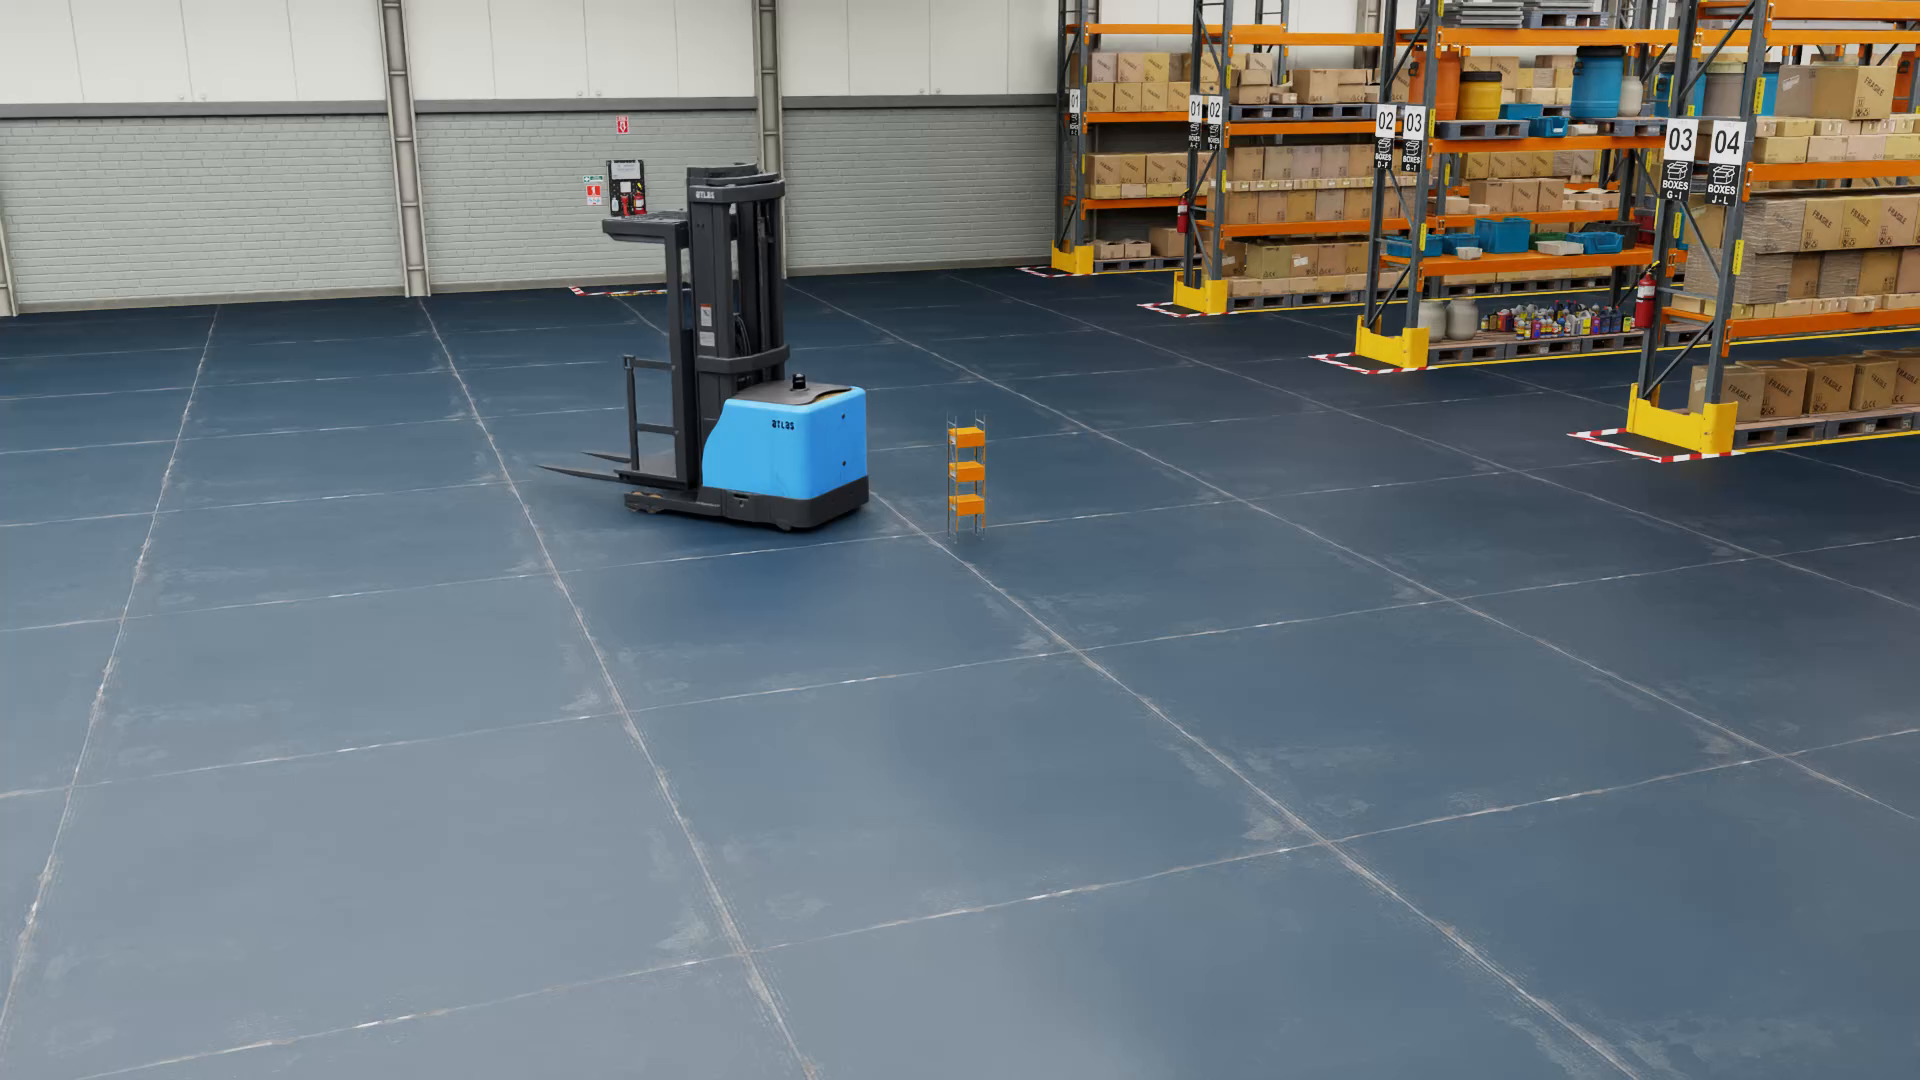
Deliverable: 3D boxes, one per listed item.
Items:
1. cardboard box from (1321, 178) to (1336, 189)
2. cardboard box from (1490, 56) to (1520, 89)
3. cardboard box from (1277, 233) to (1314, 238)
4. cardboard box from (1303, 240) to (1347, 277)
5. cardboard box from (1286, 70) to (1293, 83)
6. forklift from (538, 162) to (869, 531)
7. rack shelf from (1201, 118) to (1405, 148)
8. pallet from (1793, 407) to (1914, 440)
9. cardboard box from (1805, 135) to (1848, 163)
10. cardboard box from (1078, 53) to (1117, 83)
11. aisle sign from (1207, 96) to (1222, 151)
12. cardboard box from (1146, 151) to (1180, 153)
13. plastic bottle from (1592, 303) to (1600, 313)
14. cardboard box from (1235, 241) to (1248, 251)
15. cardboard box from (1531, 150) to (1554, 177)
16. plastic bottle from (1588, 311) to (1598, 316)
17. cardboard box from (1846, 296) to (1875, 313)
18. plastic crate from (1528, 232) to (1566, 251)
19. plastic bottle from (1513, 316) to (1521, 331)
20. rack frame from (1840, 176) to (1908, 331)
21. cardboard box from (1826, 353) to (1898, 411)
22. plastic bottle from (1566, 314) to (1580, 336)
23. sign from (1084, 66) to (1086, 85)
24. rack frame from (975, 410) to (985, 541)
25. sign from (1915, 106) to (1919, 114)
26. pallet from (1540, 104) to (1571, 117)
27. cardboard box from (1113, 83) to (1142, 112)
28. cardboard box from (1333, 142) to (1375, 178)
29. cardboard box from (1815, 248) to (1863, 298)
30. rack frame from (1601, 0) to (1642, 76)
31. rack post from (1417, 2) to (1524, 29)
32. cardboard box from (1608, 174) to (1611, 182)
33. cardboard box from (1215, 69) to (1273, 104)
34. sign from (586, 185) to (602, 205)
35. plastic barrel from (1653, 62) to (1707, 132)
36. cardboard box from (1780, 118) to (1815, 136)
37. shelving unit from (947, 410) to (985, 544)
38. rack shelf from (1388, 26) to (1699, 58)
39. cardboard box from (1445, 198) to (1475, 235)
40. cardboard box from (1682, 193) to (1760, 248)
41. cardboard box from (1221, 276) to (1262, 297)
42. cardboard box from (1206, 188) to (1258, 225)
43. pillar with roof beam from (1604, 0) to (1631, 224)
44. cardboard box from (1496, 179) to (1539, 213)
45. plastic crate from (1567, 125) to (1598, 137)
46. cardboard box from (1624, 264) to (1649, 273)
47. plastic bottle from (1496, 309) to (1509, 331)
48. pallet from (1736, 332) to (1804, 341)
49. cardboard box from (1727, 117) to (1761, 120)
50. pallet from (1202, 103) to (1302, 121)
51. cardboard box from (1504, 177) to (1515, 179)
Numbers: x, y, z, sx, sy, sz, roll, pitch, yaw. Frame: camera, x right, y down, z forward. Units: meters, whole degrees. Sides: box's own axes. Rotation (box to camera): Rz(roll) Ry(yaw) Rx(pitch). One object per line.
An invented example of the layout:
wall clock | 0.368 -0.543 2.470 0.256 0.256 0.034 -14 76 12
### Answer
cardboard box | 5.631 -5.553 25.857 0.250 0.149 0.380 -6 17 -20
cardboard box | 8.601 -7.504 26.693 0.500 0.500 0.500 -4 17 -15
cardboard box | 6.392 -5.853 31.862 0.500 0.500 0.700 -6 17 -18
cardboard box | 5.734 -4.445 26.214 0.500 0.500 0.500 -6 17 -20
cardboard box | 6.250 -8.486 30.924 0.500 0.500 0.500 -4 17 -12
forklift | -2.342 -1.754 14.370 3.031 2.935 1.130 8 18 26
rack shelf | 5.619 -6.352 25.859 4.000 0.370 1.077 -6 17 -20
pallet | 9.273 -1.314 17.698 1.213 0.211 1.003 -6 17 -20
cardboard box | 8.315 -3.851 16.332 0.500 0.250 0.500 -7 18 -21
cardboard box | 2.422 -8.311 29.265 0.500 0.500 0.500 -8 18 -24
aisle sign | 3.800 -6.217 24.831 0.004 0.787 0.394 -6 17 -20
cardboard box | 3.765 -6.913 30.714 0.500 0.500 0.500 -6 17 -19
plastic bottle | 8.802 -3.141 23.034 0.097 0.271 0.097 0 16 0
cardboard box | 5.222 -5.553 31.431 0.250 0.166 0.380 -9 18 -27
cardboard box | 11.431 -7.503 33.083 0.500 0.500 0.500 -6 17 -19
plastic bottle | 8.502 -2.937 22.329 0.135 0.276 0.152 -6 17 -20
cardboard box | 9.080 -2.421 16.965 0.250 0.149 0.380 -6 17 -20
plastic crate | 7.887 -3.992 22.245 0.662 0.188 0.450 -6 17 -20
plastic bottle | 7.516 -2.923 22.414 0.097 0.201 0.097 0 16 0
rack frame | 12.991 -4.560 23.801 0.127 3.000 1.000 -6 17 -20
cardboard box | 9.557 -1.682 17.695 0.500 0.500 0.500 -8 18 -25
plastic bottle | 8.124 -2.852 22.041 0.135 0.276 0.152 -6 17 -19
sign | 2.170 -8.075 28.899 0.005 0.325 0.100 -6 17 -20
rack frame | 0.164 -0.521 13.511 0.008 1.050 0.200 -6 17 -20
sign | 13.195 -5.804 22.903 0.005 0.325 0.100 -6 17 -20
pallet | 9.577 -7.006 27.145 1.213 0.211 1.003 -5 17 -18
cardboard box | 2.892 -7.869 29.535 0.500 0.500 0.500 -5 17 -16
cardboard box | 6.136 -5.982 26.166 0.500 0.500 0.700 -6 17 -20
cardboard box | 8.723 -2.810 17.137 0.500 0.500 0.875 -6 17 -20
rack frame | 13.181 -10.448 33.205 0.127 3.000 1.000 -6 17 -20
rack post | 6.272 -6.434 20.425 0.954 0.300 0.937 -4 17 -14
cardboard box | 12.967 -7.350 33.714 0.250 0.149 0.380 -6 17 -20
cardboard box | 4.290 -6.871 25.171 0.637 0.503 0.797 -5 17 -16
sign | -6.157 -5.802 27.969 0.234 0.329 0.001 -6 17 -20
plastic barrel | 9.653 -5.944 22.304 0.708 0.901 0.600 -6 17 -20
cardboard box | 8.101 -4.034 16.246 0.250 0.149 0.380 -6 18 -21
shelving unit | 0.050 -0.509 13.469 0.252 1.050 0.215 -6 17 -20
rack shelf | 7.388 -6.296 21.054 4.000 0.370 1.077 -6 17 -20
cardboard box | 10.180 -6.376 33.056 0.750 0.750 0.750 -6 18 -21
cardboard box | 7.718 -3.241 16.830 0.500 0.500 0.500 -6 17 -20
cardboard box | 4.332 -3.934 25.807 0.500 0.250 0.500 -6 17 -20
cardboard box | 4.192 -5.148 25.629 0.500 0.500 0.700 -6 17 -20
pillar with roof beam | 15.066 -9.613 30.364 0.400 9.000 9.100 -6 17 -20
cardboard box | 9.170 -5.685 27.455 0.500 0.500 0.500 -6 17 -20
plastic crate | 7.902 -5.201 21.129 0.396 0.136 0.243 -6 17 -20
cardboard box | 11.750 -4.846 28.431 0.500 0.500 0.500 -5 17 -18
plastic bottle | 7.324 -2.976 22.462 0.135 0.276 0.152 -6 17 -20
pallet | 11.116 -3.032 23.548 1.213 0.211 1.003 -6 17 -20
cardboard box | 7.726 -4.114 16.518 0.250 0.149 0.380 -7 18 -22
pallet | 4.421 -6.518 25.303 1.213 0.211 1.003 -6 17 -20
cardboard box | 10.783 -7.141 33.003 0.250 0.149 0.380 -6 17 -19
